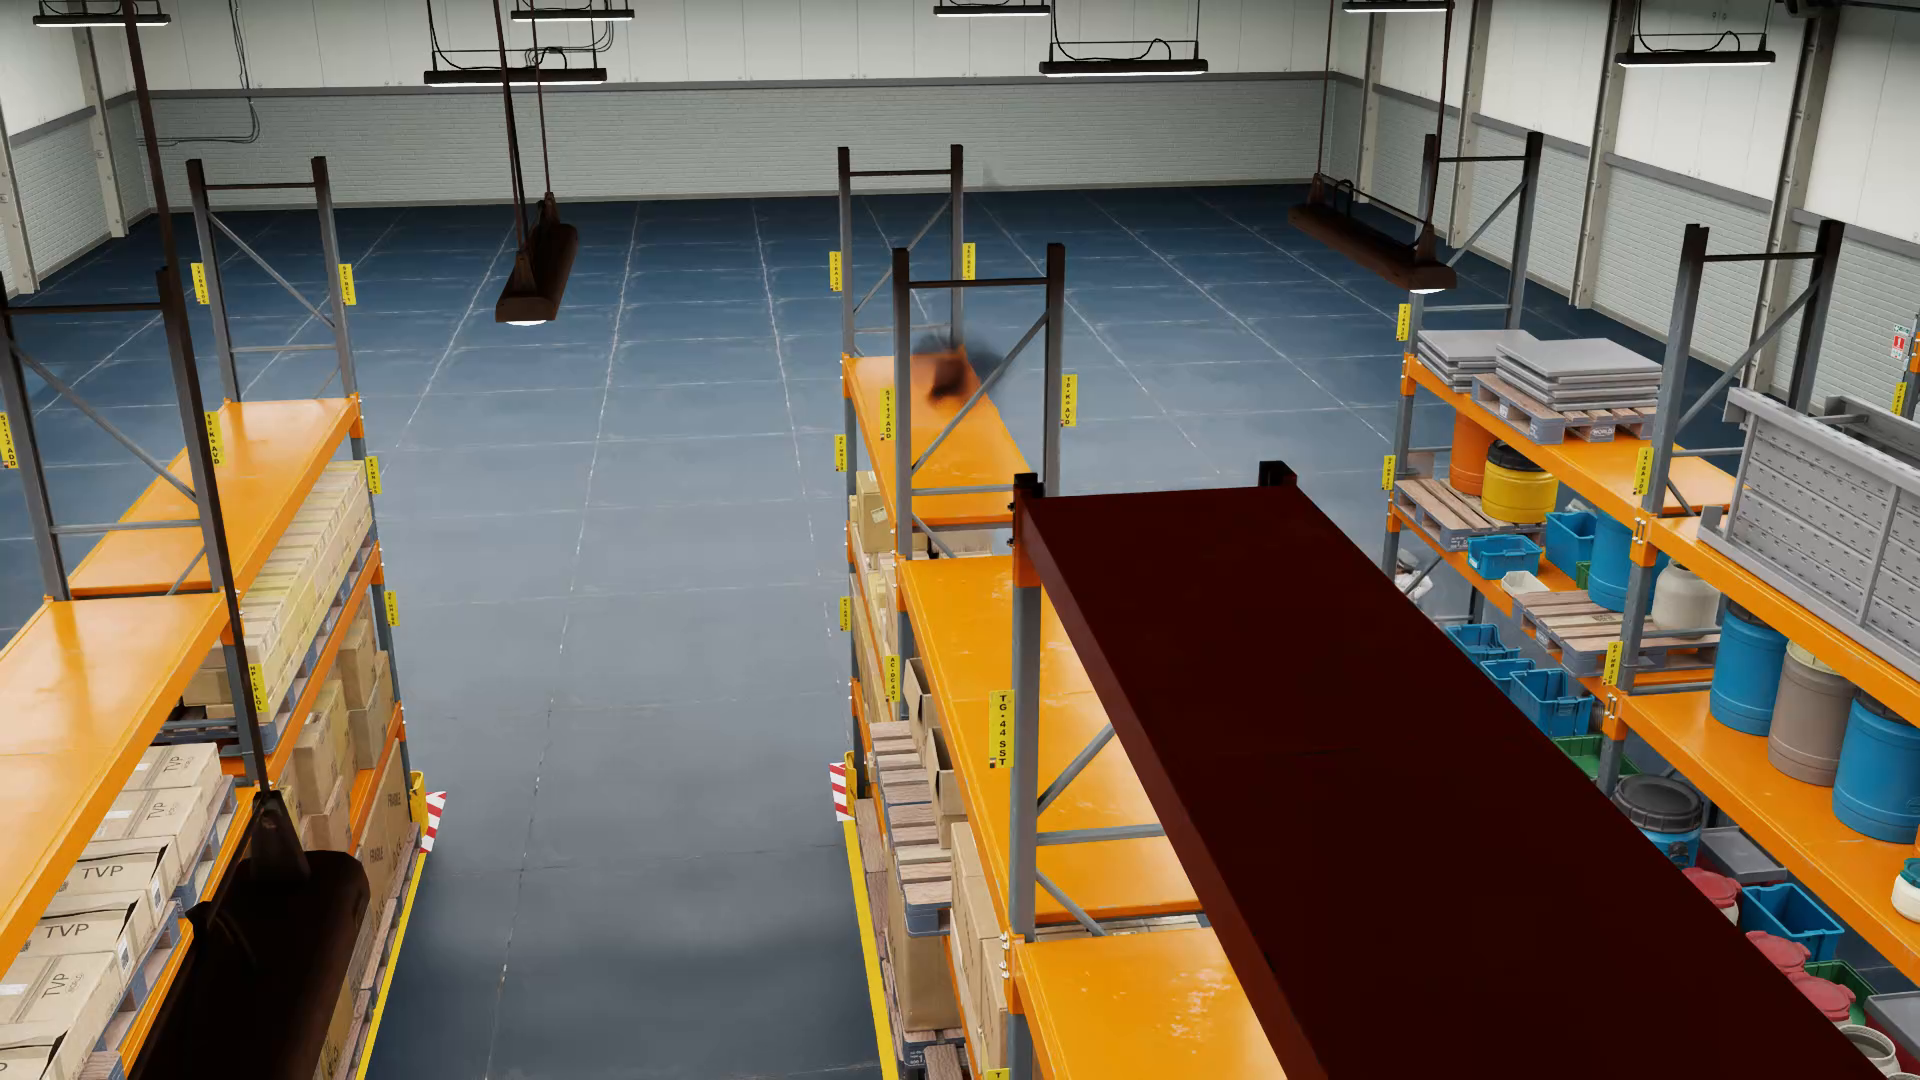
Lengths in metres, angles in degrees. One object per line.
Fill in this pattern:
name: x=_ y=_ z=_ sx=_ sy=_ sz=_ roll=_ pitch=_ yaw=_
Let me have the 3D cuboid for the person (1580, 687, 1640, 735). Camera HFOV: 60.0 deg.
person: x=5.964 y=1.636 z=15.333 sx=0.597 sy=1.617 sz=0.571 roll=-4 pitch=22 yaw=-9

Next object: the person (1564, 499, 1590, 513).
person: x=6.751 y=0.343 z=18.487 sx=0.587 sy=1.694 sz=0.634 roll=8 pitch=23 yaw=20

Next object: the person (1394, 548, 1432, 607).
person: x=4.618 y=0.841 z=17.295 sx=0.592 sy=1.645 sz=0.658 roll=12 pitch=24 yaw=27
